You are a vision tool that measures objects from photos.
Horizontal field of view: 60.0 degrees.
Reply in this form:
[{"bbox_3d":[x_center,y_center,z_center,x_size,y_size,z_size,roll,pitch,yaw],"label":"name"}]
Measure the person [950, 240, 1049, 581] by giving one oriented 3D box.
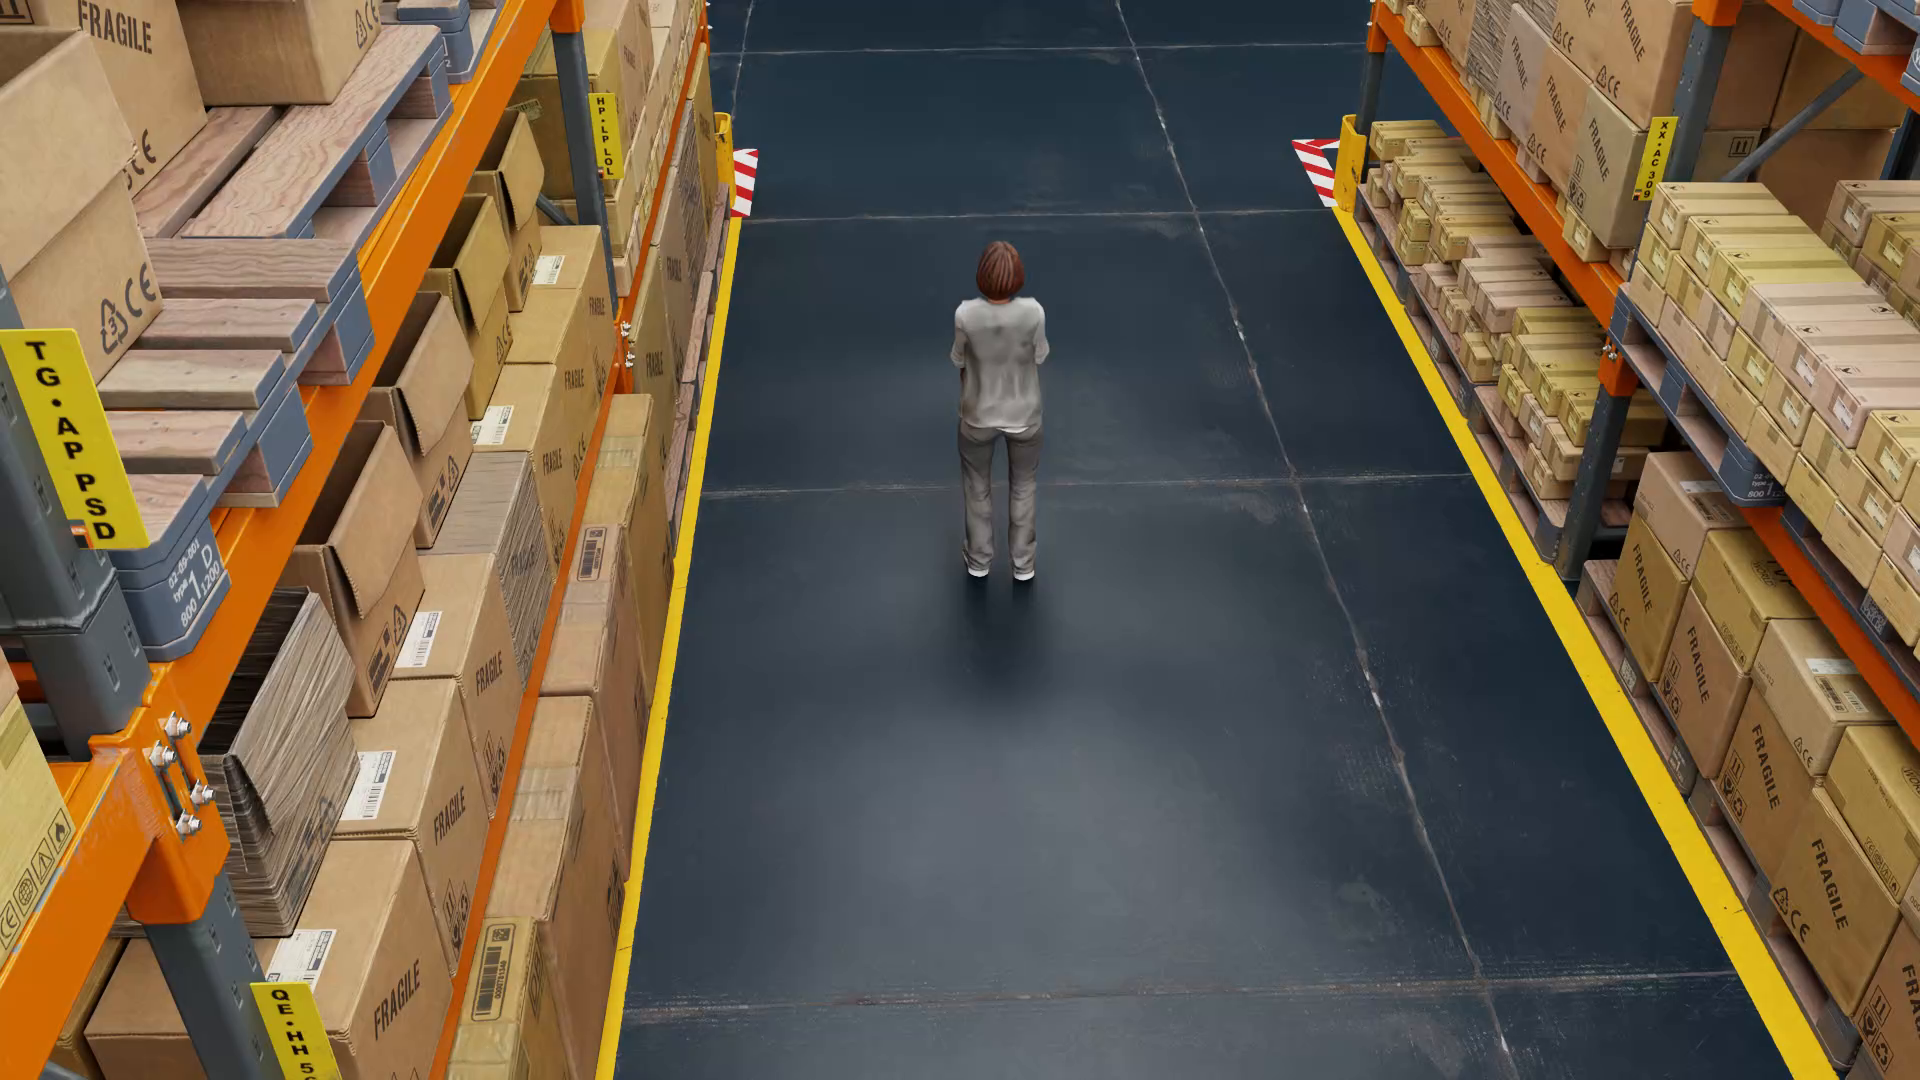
[{"bbox_3d":[0.163,-0.561,6.939,0.404,1.596,0.490,-1,36,-2],"label":"person"}]
